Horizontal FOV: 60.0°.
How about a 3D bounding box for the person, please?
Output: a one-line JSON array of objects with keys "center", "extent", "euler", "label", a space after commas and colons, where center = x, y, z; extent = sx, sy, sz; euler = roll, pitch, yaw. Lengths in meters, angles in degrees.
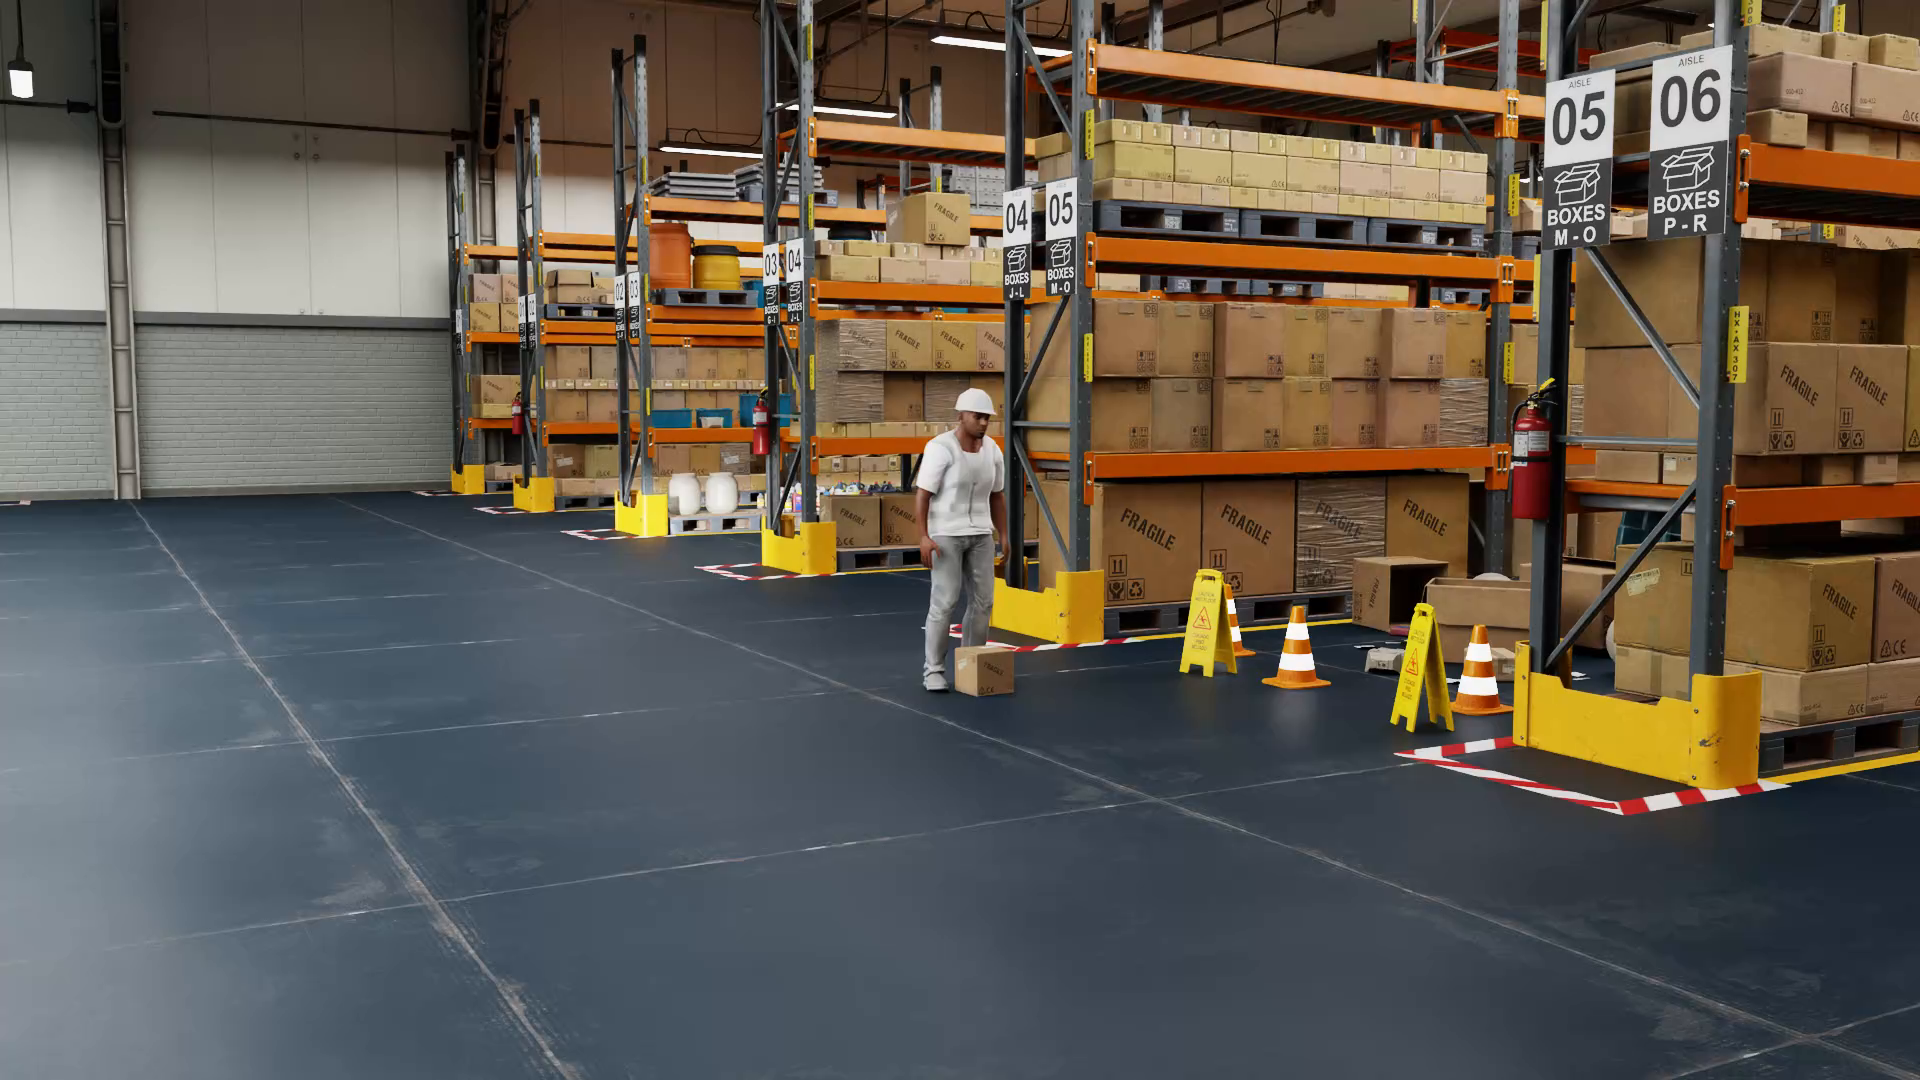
[{"center": [0.013, -0.010, 9.775], "extent": [0.626, 1.760, 0.458], "euler": [-3, 6, -29], "label": "person"}]
